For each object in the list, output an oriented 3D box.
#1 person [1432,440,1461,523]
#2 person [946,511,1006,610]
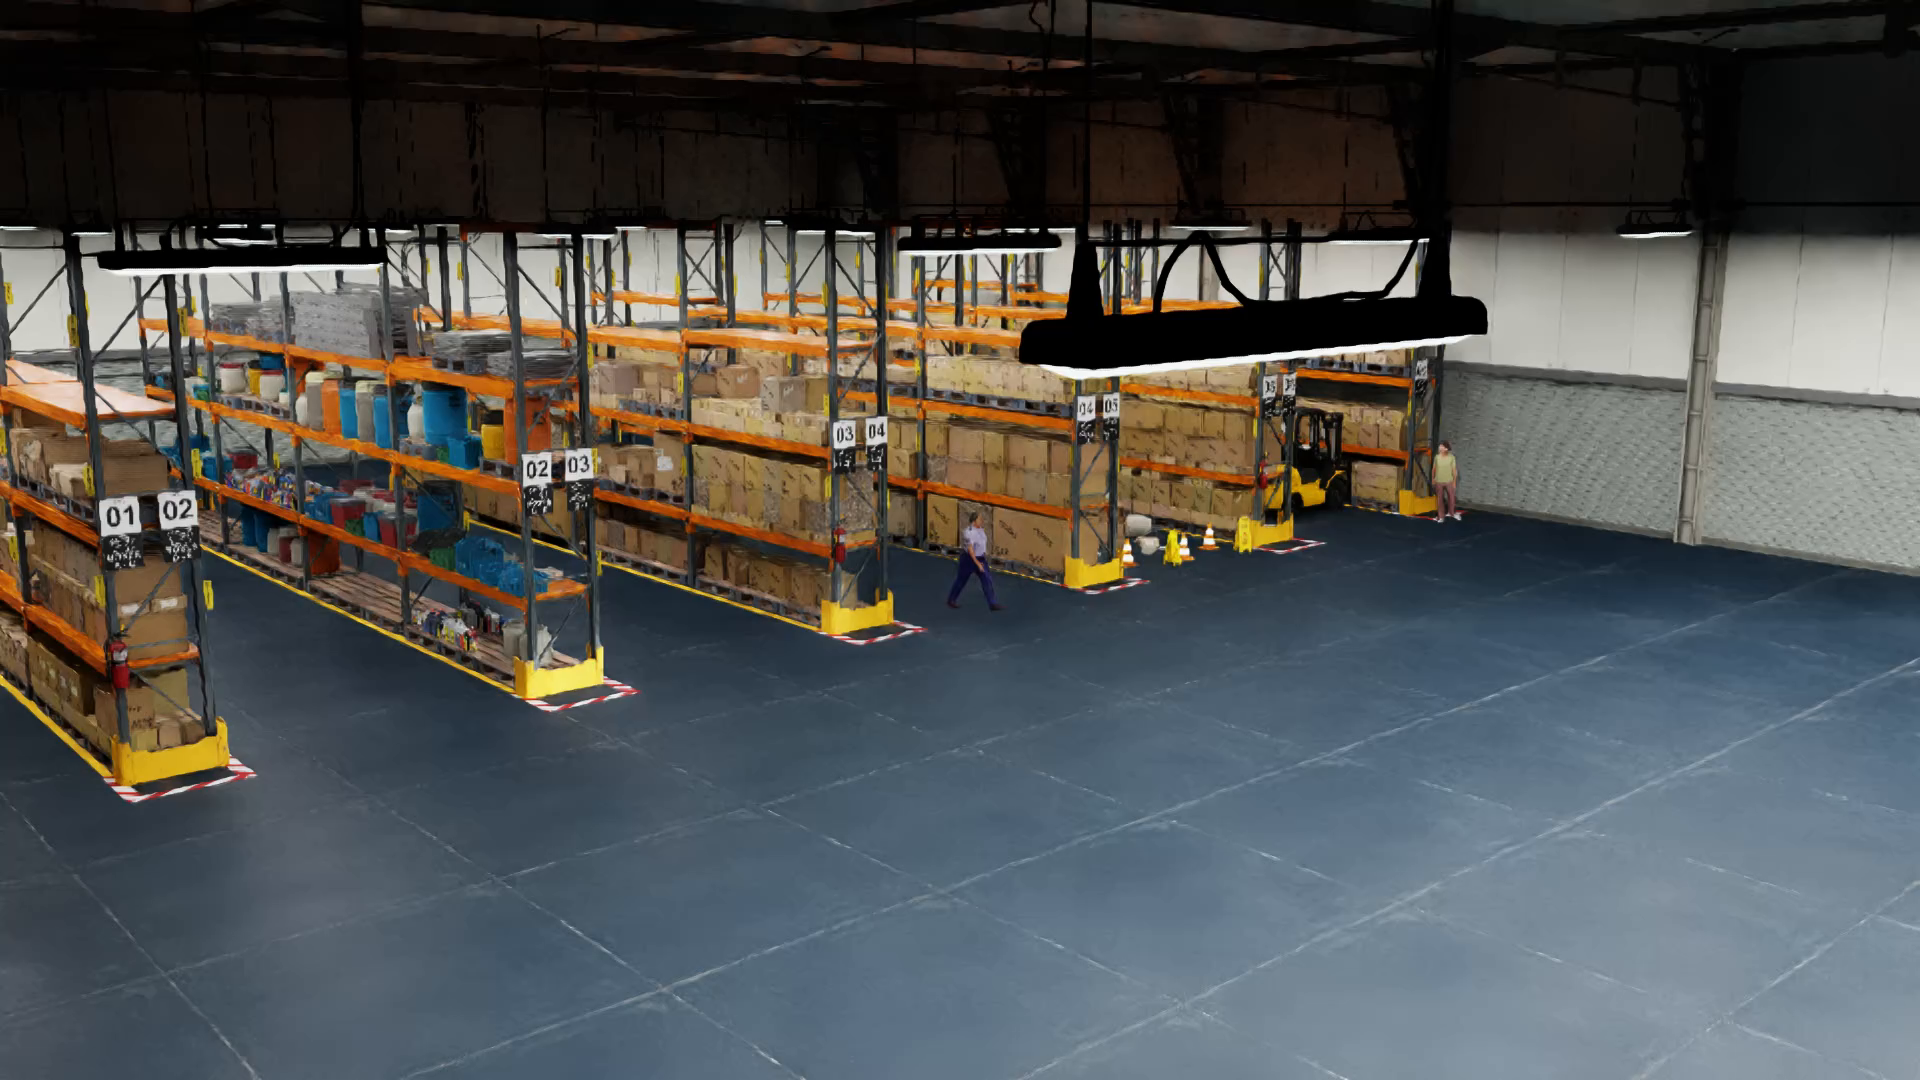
[{"bbox_3d":[9.799,-1.179,33.432,0.619,1.667,0.443,4,12,21],"label":"person"},{"bbox_3d":[0.228,0.324,26.201,0.999,1.580,0.478,10,15,39],"label":"person"}]
